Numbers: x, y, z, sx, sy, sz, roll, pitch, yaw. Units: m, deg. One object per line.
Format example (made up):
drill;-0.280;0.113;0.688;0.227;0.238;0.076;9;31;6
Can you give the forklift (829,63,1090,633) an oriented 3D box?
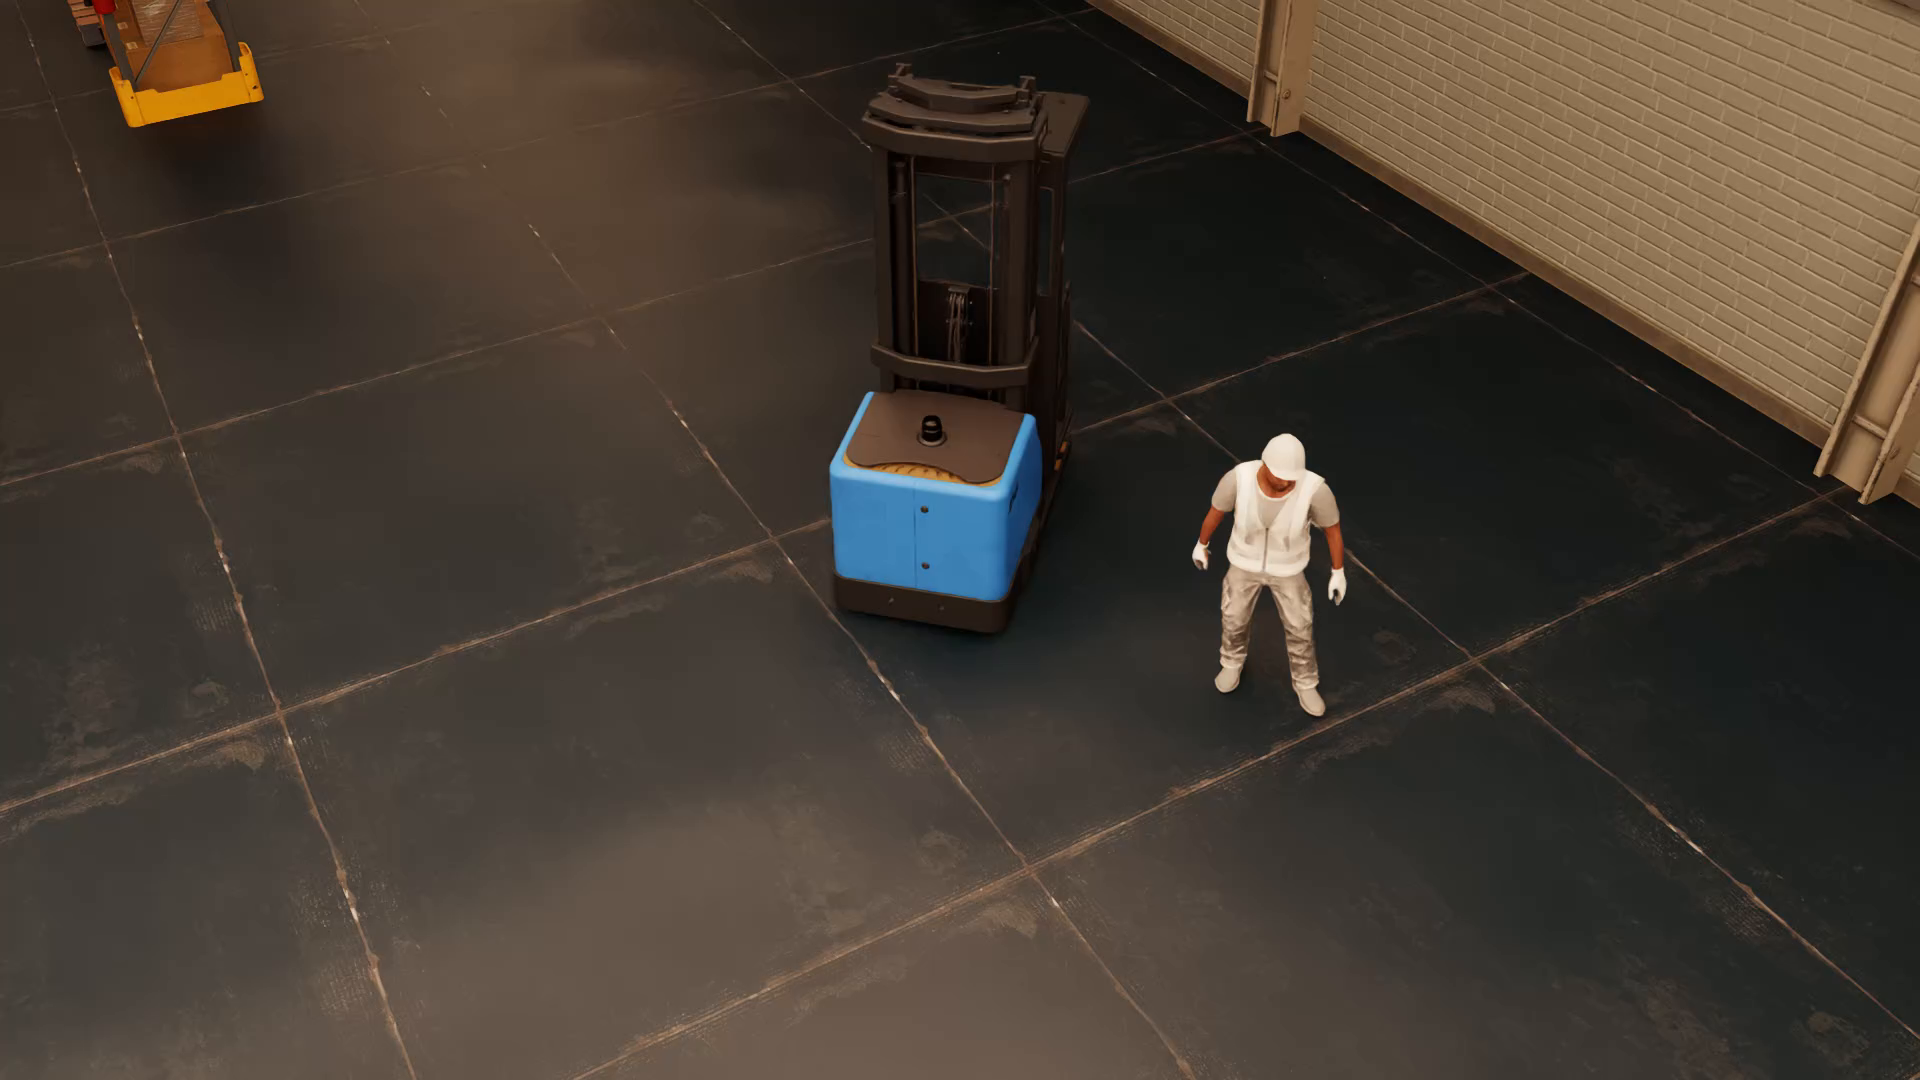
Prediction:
forklift;0.109;-1.540;9.892;1.130;2.935;3.031;9;41;11

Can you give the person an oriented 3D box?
person;1.639;0.140;8.792;0.840;1.752;0.424;10;41;12
